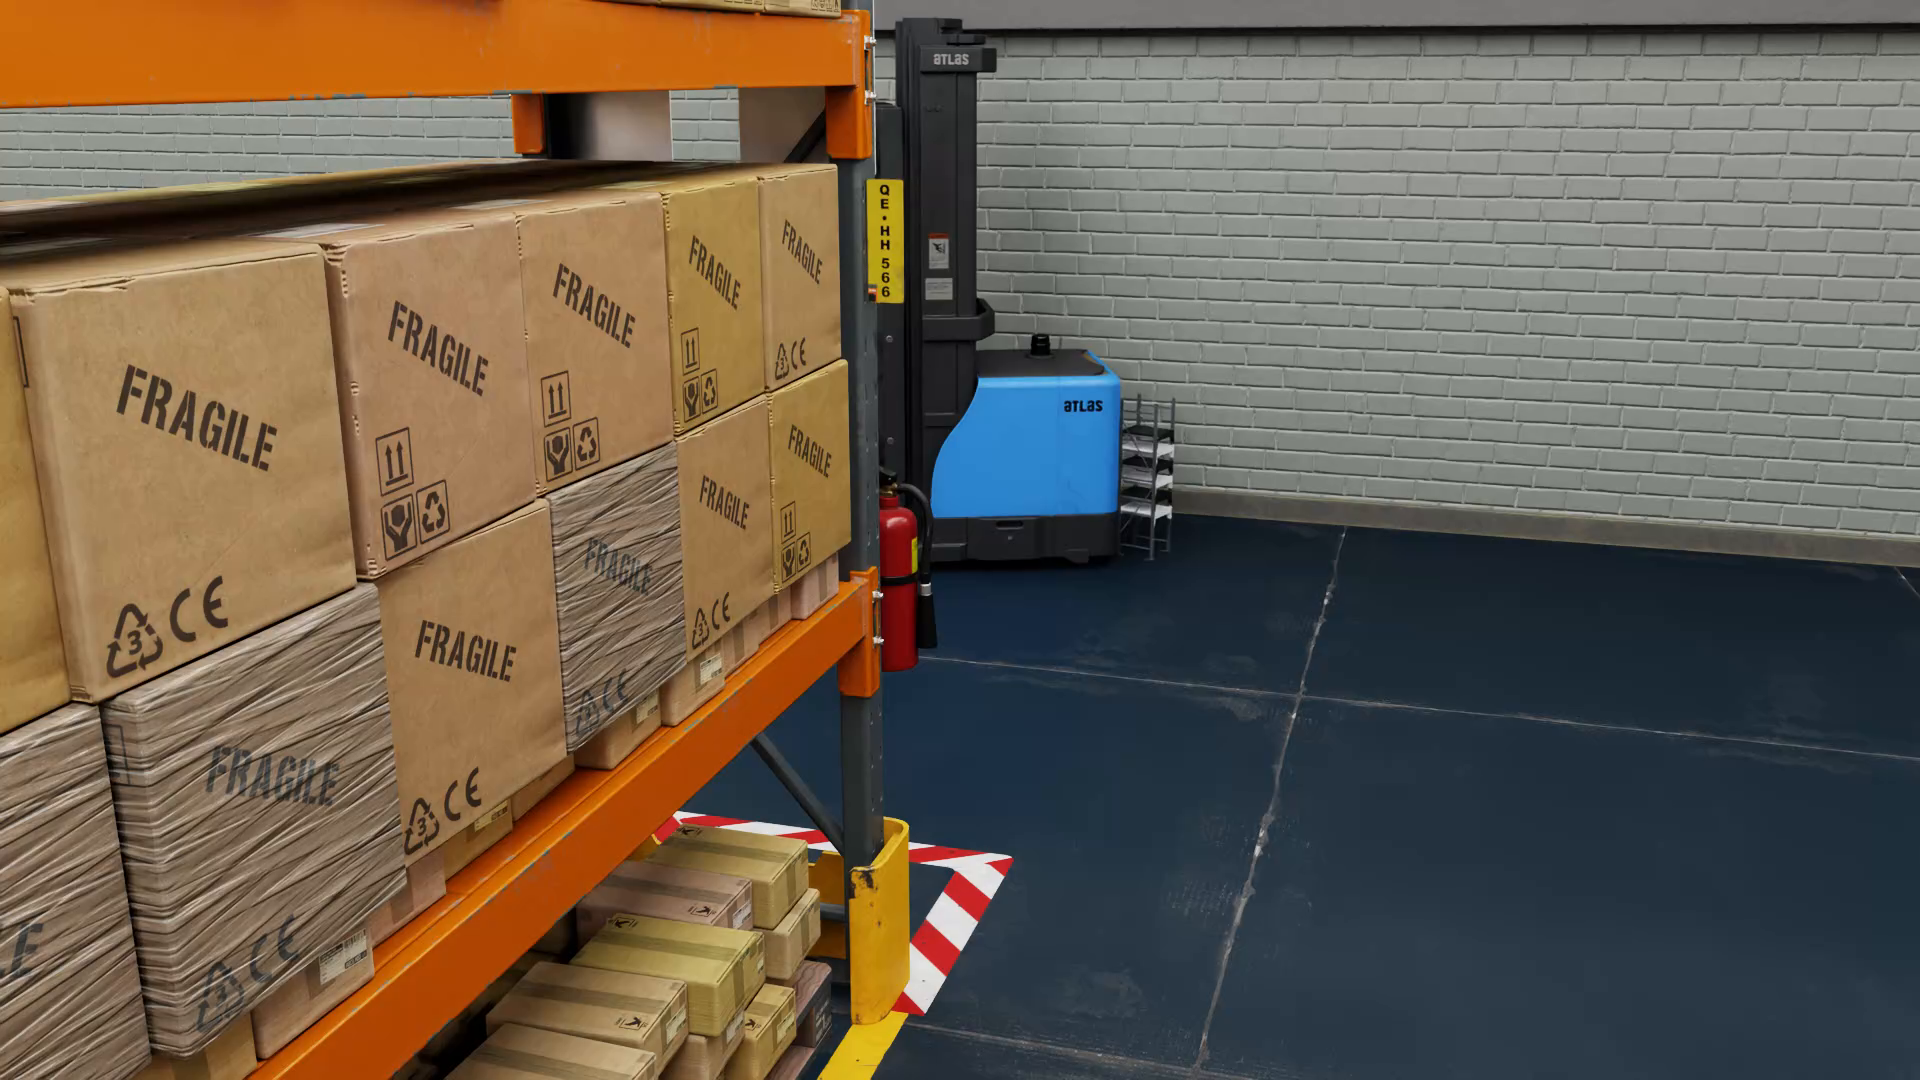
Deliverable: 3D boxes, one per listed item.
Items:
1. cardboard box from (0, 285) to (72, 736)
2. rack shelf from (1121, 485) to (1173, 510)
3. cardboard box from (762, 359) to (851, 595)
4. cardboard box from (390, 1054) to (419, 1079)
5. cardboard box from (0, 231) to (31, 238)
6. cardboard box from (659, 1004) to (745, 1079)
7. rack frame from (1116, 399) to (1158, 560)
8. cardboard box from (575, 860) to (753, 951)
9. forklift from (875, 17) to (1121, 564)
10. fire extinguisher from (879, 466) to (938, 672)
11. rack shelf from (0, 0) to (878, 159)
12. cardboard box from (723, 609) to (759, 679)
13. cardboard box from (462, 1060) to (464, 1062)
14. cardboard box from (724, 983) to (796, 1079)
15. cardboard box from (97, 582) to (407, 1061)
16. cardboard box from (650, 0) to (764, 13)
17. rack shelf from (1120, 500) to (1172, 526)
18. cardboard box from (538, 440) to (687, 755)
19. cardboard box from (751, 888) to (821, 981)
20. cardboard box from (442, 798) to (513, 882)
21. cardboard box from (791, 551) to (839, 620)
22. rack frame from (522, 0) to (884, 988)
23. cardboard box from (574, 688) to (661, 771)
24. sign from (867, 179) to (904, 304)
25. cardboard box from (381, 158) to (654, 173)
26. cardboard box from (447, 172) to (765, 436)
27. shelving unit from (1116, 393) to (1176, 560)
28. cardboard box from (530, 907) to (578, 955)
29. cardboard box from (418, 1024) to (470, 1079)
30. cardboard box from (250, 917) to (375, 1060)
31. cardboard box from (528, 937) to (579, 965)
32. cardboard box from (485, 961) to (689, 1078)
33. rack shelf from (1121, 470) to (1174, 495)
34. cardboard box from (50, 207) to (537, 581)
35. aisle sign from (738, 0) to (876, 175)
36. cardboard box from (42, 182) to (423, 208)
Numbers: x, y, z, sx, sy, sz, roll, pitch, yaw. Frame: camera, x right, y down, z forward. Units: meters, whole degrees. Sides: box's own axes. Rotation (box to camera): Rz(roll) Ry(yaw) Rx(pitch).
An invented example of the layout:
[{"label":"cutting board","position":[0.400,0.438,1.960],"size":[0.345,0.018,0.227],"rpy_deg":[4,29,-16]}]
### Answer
[{"label":"cardboard box","position":[-1.367,0.003,1.761],"size":[0.500,0.500,0.500],"rpy_deg":[4,16,14]},{"label":"rack shelf","position":[1.054,-0.242,9.484],"size":[0.258,0.077,0.200],"rpy_deg":[11,19,33]},{"label":"cardboard box","position":[-0.606,-0.189,4.270],"size":[0.500,0.500,0.500],"rpy_deg":[5,17,17]},{"label":"cardboard box","position":[-1.436,1.139,3.680],"size":[0.380,0.149,0.250],"rpy_deg":[5,17,18]},{"label":"cardboard box","position":[-1.686,-0.173,2.383],"size":[0.500,0.500,0.500],"rpy_deg":[5,17,17]},{"label":"cardboard box","position":[-0.747,1.187,4.056],"size":[0.380,0.149,0.250],"rpy_deg":[4,16,14]},{"label":"rack frame","position":[0.995,-0.338,9.370],"size":[0.240,0.900,0.006],"rpy_deg":[11,19,33]},{"label":"cardboard box","position":[-0.759,0.967,4.286],"size":[0.380,0.149,0.250],"rpy_deg":[5,17,17]},{"label":"forklift","position":[-0.656,-1.360,9.252],"size":[3.031,2.935,1.130],"rpy_deg":[-1,16,-5]},{"label":"fire extinguisher","position":[-0.211,0.051,4.977],"size":[0.296,0.674,0.183],"rpy_deg":[5,16,16]},{"label":"rack shelf","position":[-1.293,-0.709,2.653],"size":[1.077,0.370,4.000],"rpy_deg":[5,16,16]},{"label":"cardboard box","position":[-0.710,0.222,4.011],"size":[0.380,0.149,0.250],"rpy_deg":[4,16,15]},{"label":"cardboard box","position":[-1.418,1.345,4.045],"size":[0.380,0.149,0.250],"rpy_deg":[5,17,17]},{"label":"cardboard box","position":[-0.650,1.263,4.334],"size":[0.380,0.149,0.250],"rpy_deg":[5,17,18]},{"label":"cardboard box","position":[-1.168,0.351,2.367],"size":[0.500,0.500,0.500],"rpy_deg":[4,16,15]},{"label":"cardboard box","position":[-0.738,-1.233,3.456],"size":[0.500,0.250,0.500],"rpy_deg":[5,16,16]},{"label":"rack shelf","position":[1.054,-0.155,9.509],"size":[0.258,0.077,0.200],"rpy_deg":[11,19,33]},{"label":"cardboard box","position":[-0.892,0.079,3.326],"size":[0.500,0.500,0.500],"rpy_deg":[5,16,16]},{"label":"cardboard box","position":[-0.601,1.051,4.536],"size":[0.380,0.149,0.250],"rpy_deg":[4,16,14]},{"label":"cardboard box","position":[-1.057,0.494,3.052],"size":[0.380,0.149,0.250],"rpy_deg":[5,17,17]},{"label":"cardboard box","position":[-0.546,0.093,4.466],"size":[0.380,0.149,0.250],"rpy_deg":[5,16,16]},{"label":"rack frame","position":[-0.725,-0.135,4.809],"size":[1.000,3.000,0.127],"rpy_deg":[5,16,16]},{"label":"cardboard box","position":[-0.863,0.357,3.534],"size":[0.380,0.149,0.250],"rpy_deg":[4,16,13]},{"label":"sign","position":[-0.198,-0.796,4.438],"size":[0.100,0.325,0.005],"rpy_deg":[5,16,16]},{"label":"cardboard box","position":[-1.107,-0.711,4.277],"size":[0.500,0.500,0.500],"rpy_deg":[5,16,16]},{"label":"cardboard box","position":[-0.760,-0.536,3.661],"size":[0.500,0.500,0.500],"rpy_deg":[4,16,14]},{"label":"shelving unit","position":[1.054,-0.360,9.450],"size":[0.258,0.900,0.210],"rpy_deg":[11,19,33]},{"label":"cardboard box","position":[-1.162,0.940,4.382],"size":[0.380,0.149,0.250],"rpy_deg":[5,17,17]},{"label":"cardboard box","position":[-1.413,1.205,3.993],"size":[0.380,0.149,0.250],"rpy_deg":[5,17,18]},{"label":"cardboard box","position":[-1.140,0.635,2.554],"size":[0.380,0.149,0.250],"rpy_deg":[5,17,18]},{"label":"cardboard box","position":[-1.252,1.076,4.450],"size":[0.380,0.149,0.250],"rpy_deg":[5,16,16]},{"label":"cardboard box","position":[-0.845,1.108,3.791],"size":[0.380,0.149,0.250],"rpy_deg":[4,16,14]},{"label":"rack shelf","position":[1.054,-0.328,9.459],"size":[0.258,0.077,0.200],"rpy_deg":[11,19,33]},{"label":"cardboard box","position":[-1.047,-0.261,2.690],"size":[0.500,0.500,0.500],"rpy_deg":[4,16,14]},{"label":"aisle sign","position":[-0.416,-1.382,4.440],"size":[0.394,0.787,0.004],"rpy_deg":[5,16,16]},{"label":"cardboard box","position":[-1.413,-0.444,3.336],"size":[0.500,0.500,0.500],"rpy_deg":[4,16,15]}]
